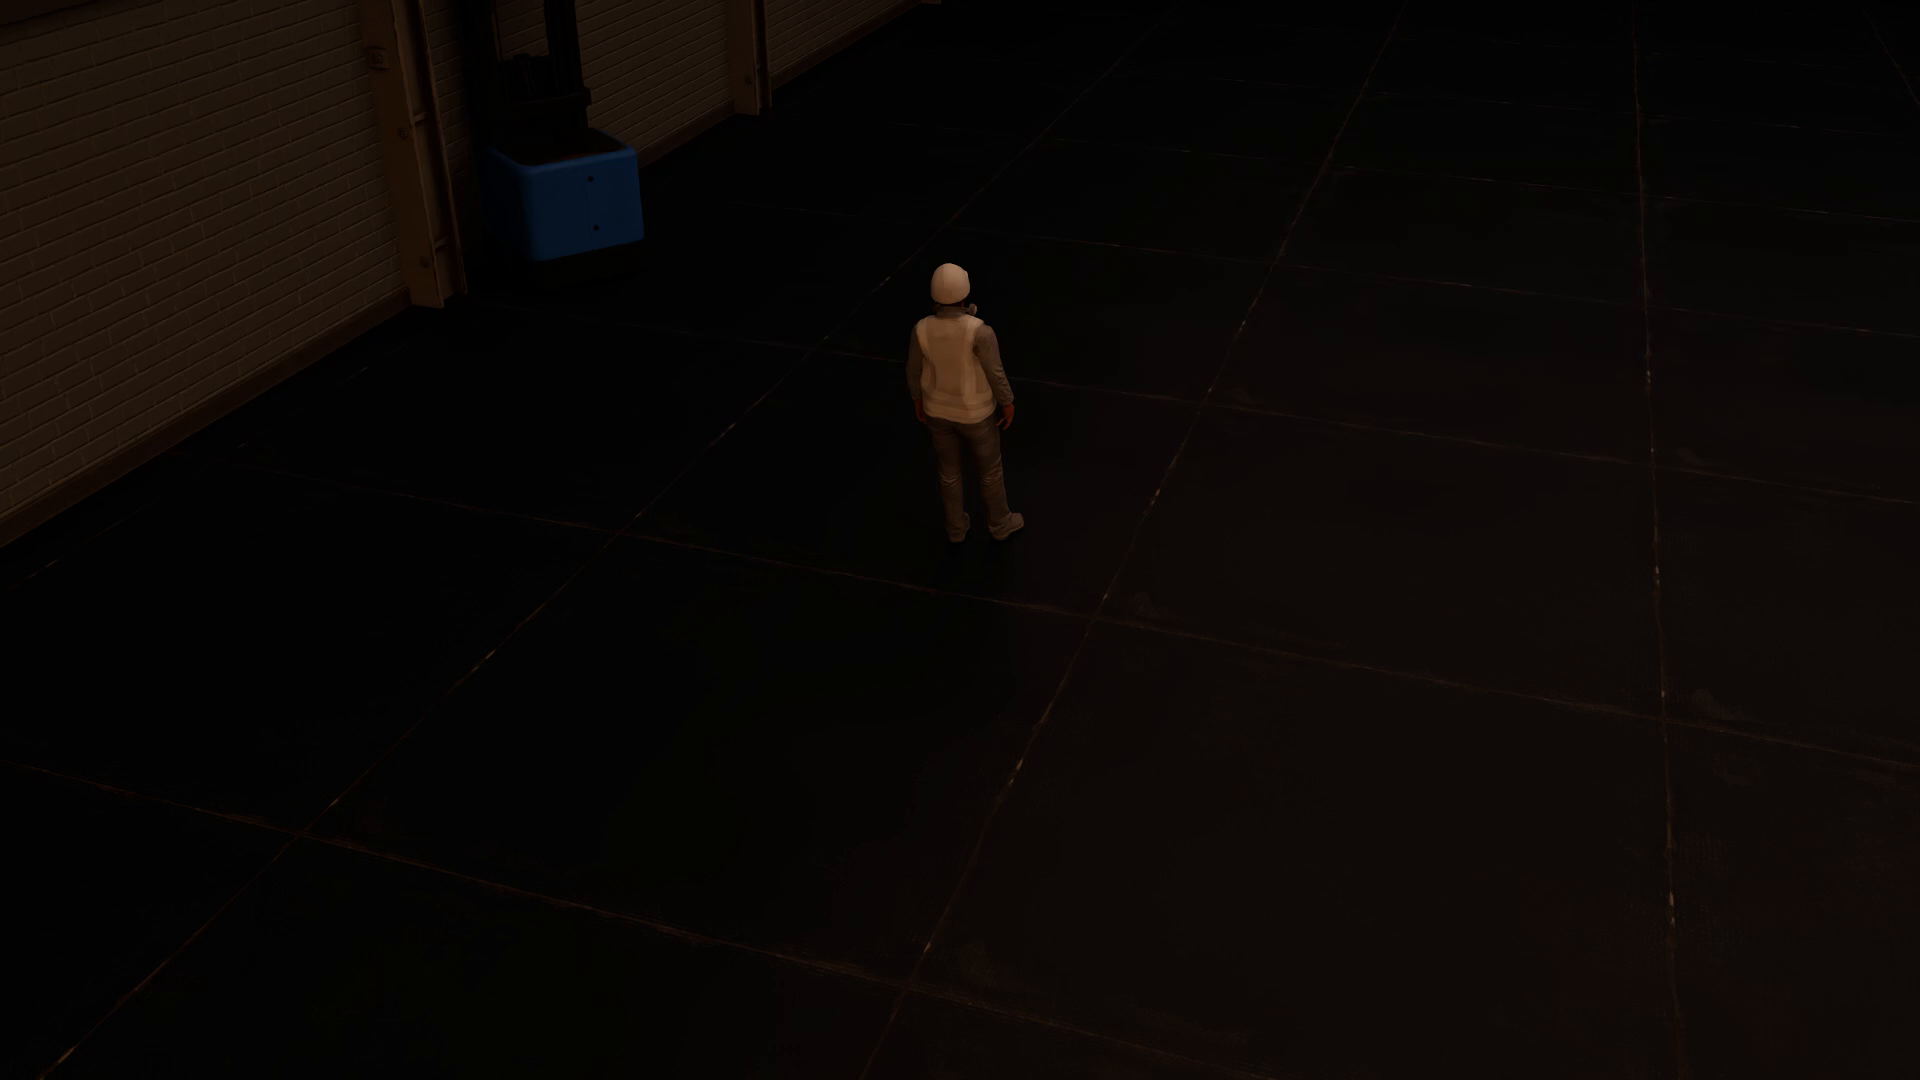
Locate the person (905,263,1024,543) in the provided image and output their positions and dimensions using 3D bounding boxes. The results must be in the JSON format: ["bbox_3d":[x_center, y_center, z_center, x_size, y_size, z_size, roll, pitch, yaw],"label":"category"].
[{"bbox_3d":[0.028,-0.805,9.702,0.632,1.773,0.568,10,31,16],"label":"person"}]

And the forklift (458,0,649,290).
[{"bbox_3d":[-3.880,-3.982,14.122,1.130,2.935,3.031,-19,35,-30],"label":"forklift"}]
